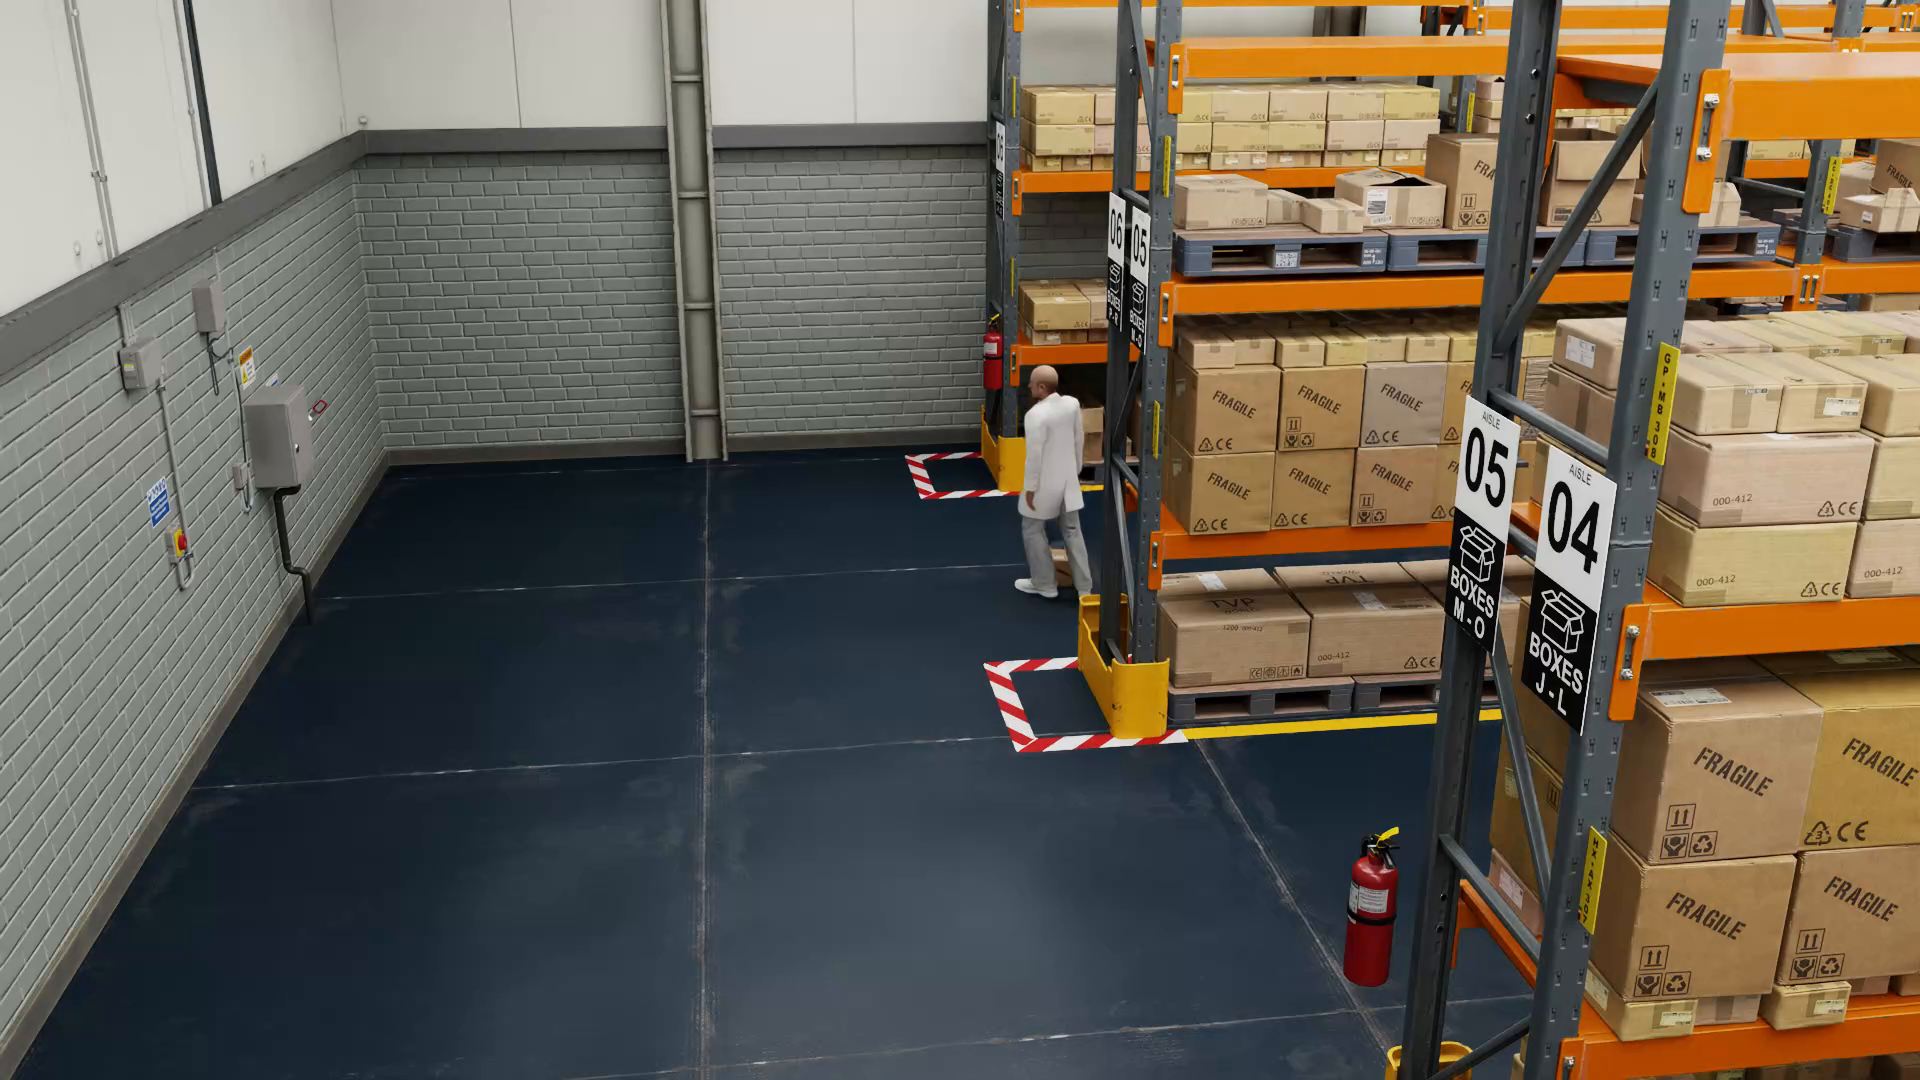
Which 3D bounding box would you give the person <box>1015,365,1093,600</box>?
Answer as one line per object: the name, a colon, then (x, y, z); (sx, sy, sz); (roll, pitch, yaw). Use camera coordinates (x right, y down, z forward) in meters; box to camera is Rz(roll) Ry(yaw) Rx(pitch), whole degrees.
person: (0.705, -0.413, 12.250); (0.597, 1.767, 0.630); (-16, 25, -37)
